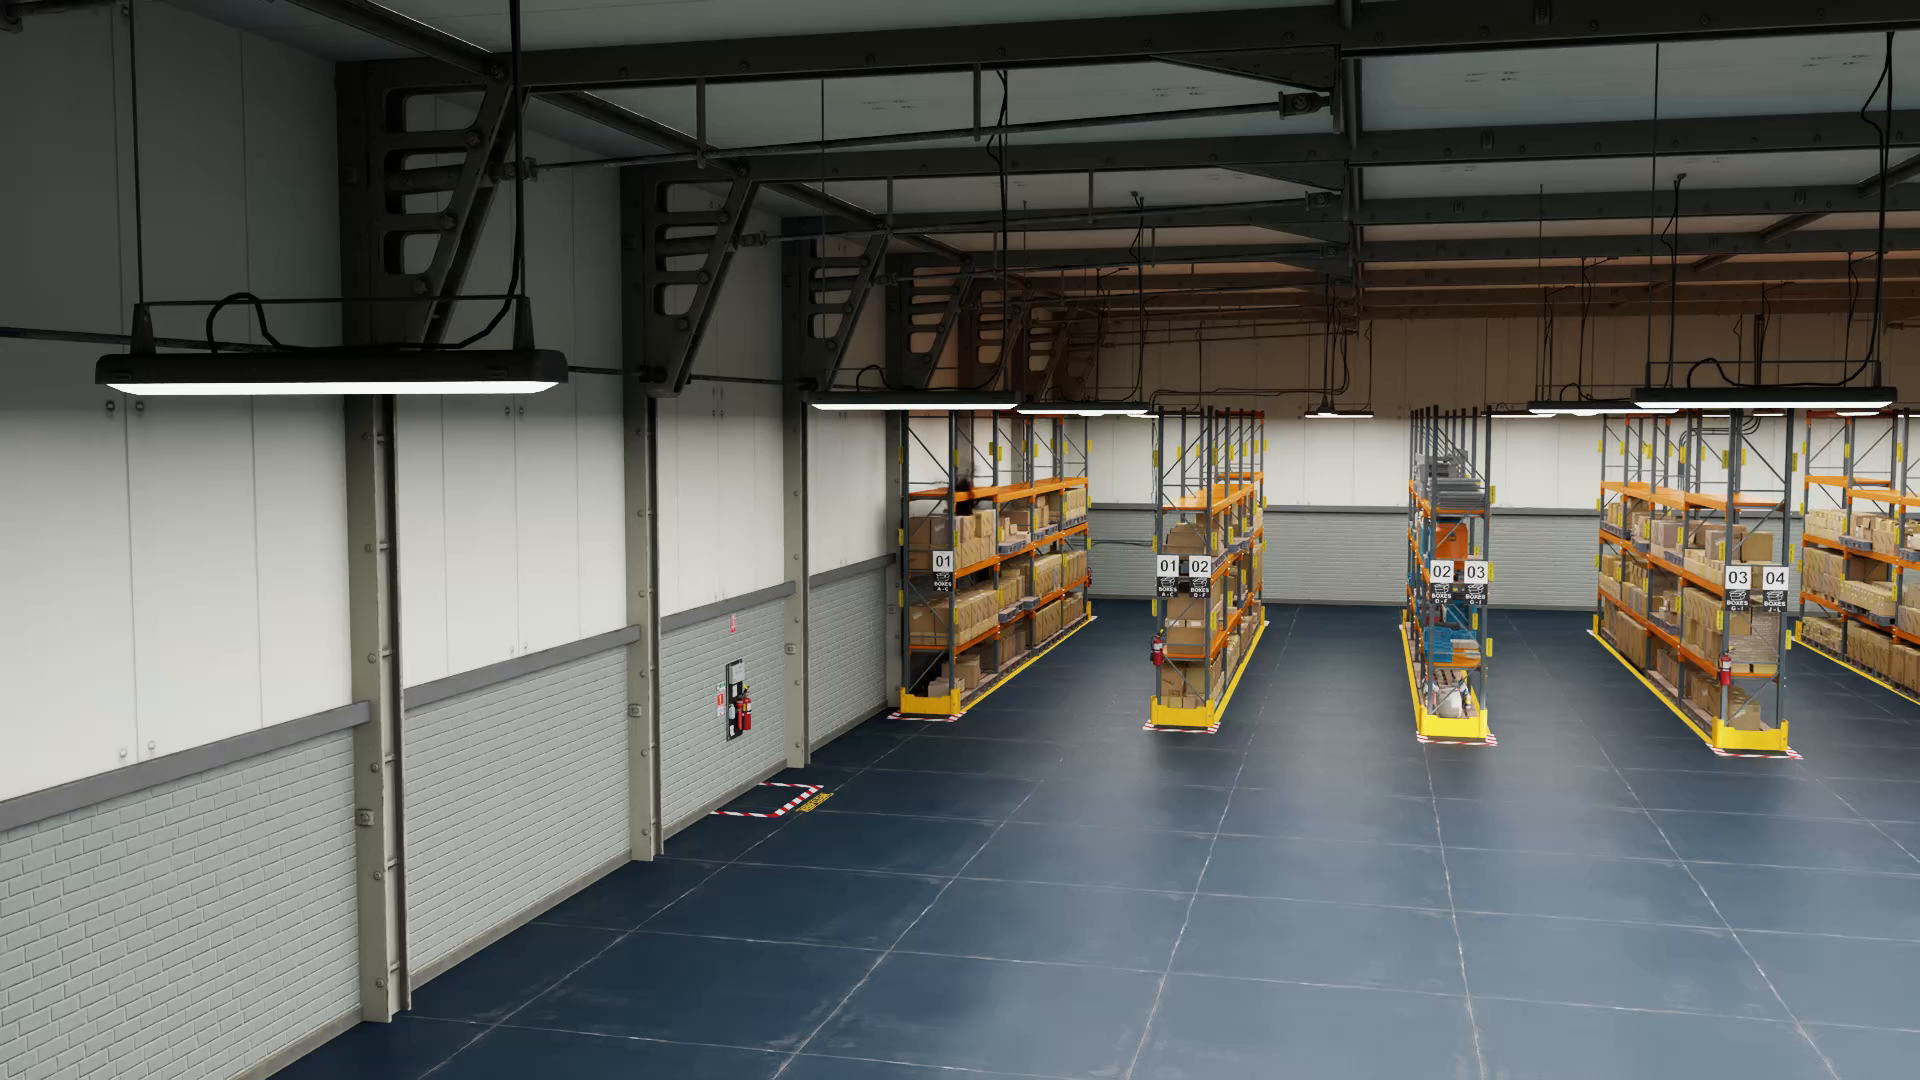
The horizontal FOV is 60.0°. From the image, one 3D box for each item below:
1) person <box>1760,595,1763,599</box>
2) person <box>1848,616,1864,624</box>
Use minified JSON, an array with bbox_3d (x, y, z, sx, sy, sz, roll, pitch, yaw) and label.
[{"bbox_3d":[20.063,1.942,41.312,0.587,1.668,0.887,1,4,19],"label":"person"},{"bbox_3d":[23.596,1.800,43.932,0.614,1.524,0.721,-2,4,-20],"label":"person"}]
